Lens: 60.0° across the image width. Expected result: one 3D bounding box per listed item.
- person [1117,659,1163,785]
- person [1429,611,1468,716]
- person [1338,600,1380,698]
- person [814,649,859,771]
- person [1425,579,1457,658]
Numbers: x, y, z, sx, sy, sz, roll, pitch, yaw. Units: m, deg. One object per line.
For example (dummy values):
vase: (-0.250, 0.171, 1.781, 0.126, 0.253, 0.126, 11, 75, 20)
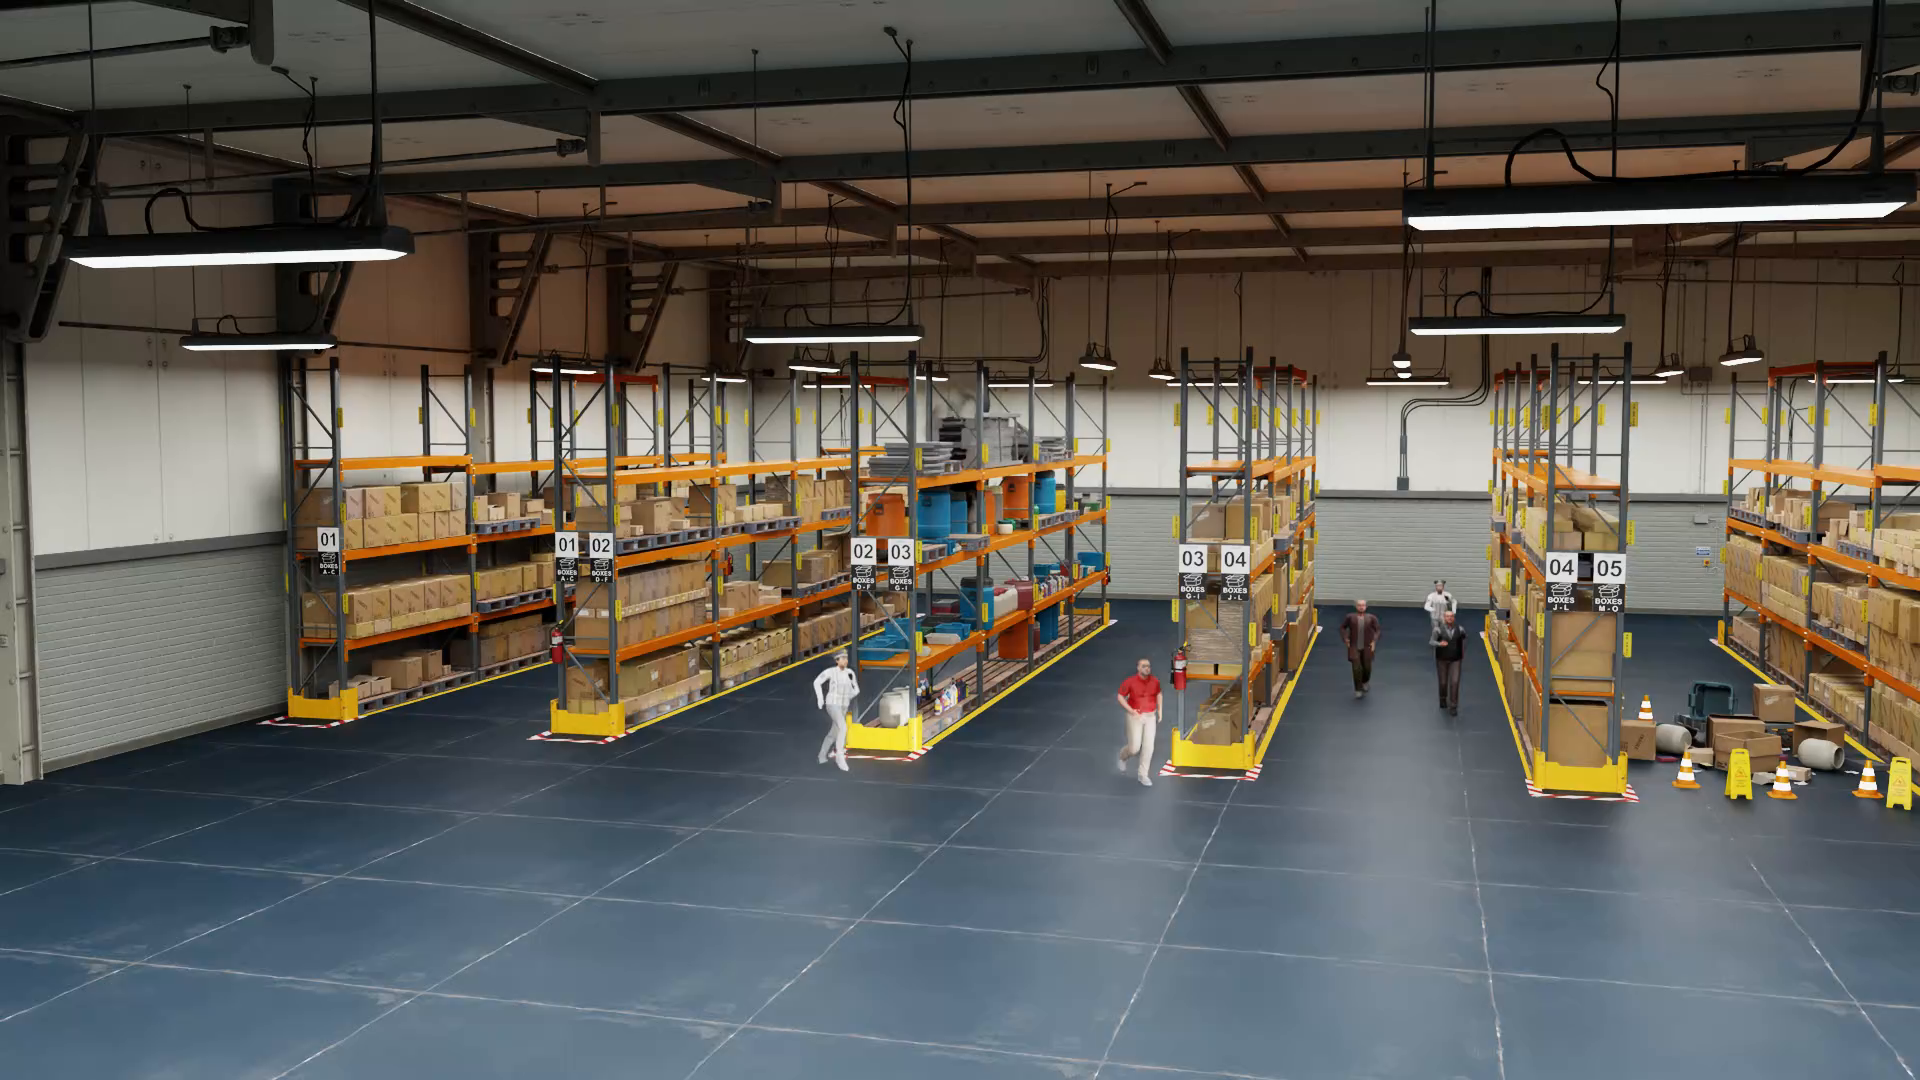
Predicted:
person: (2.493, 2.483, 22.982, 0.692, 1.716, 0.736, -1, 4, -18)
person: (8.221, 2.047, 28.016, 0.628, 1.714, 0.939, 1, 4, 12)
person: (7.185, 1.934, 29.929, 0.736, 1.747, 0.664, 1, 4, 11)
person: (-1.710, 2.395, 23.845, 0.583, 1.685, 0.775, -4, 5, -40)
person: (9.865, 1.666, 34.157, 0.623, 1.743, 0.707, 1, 4, 18)
